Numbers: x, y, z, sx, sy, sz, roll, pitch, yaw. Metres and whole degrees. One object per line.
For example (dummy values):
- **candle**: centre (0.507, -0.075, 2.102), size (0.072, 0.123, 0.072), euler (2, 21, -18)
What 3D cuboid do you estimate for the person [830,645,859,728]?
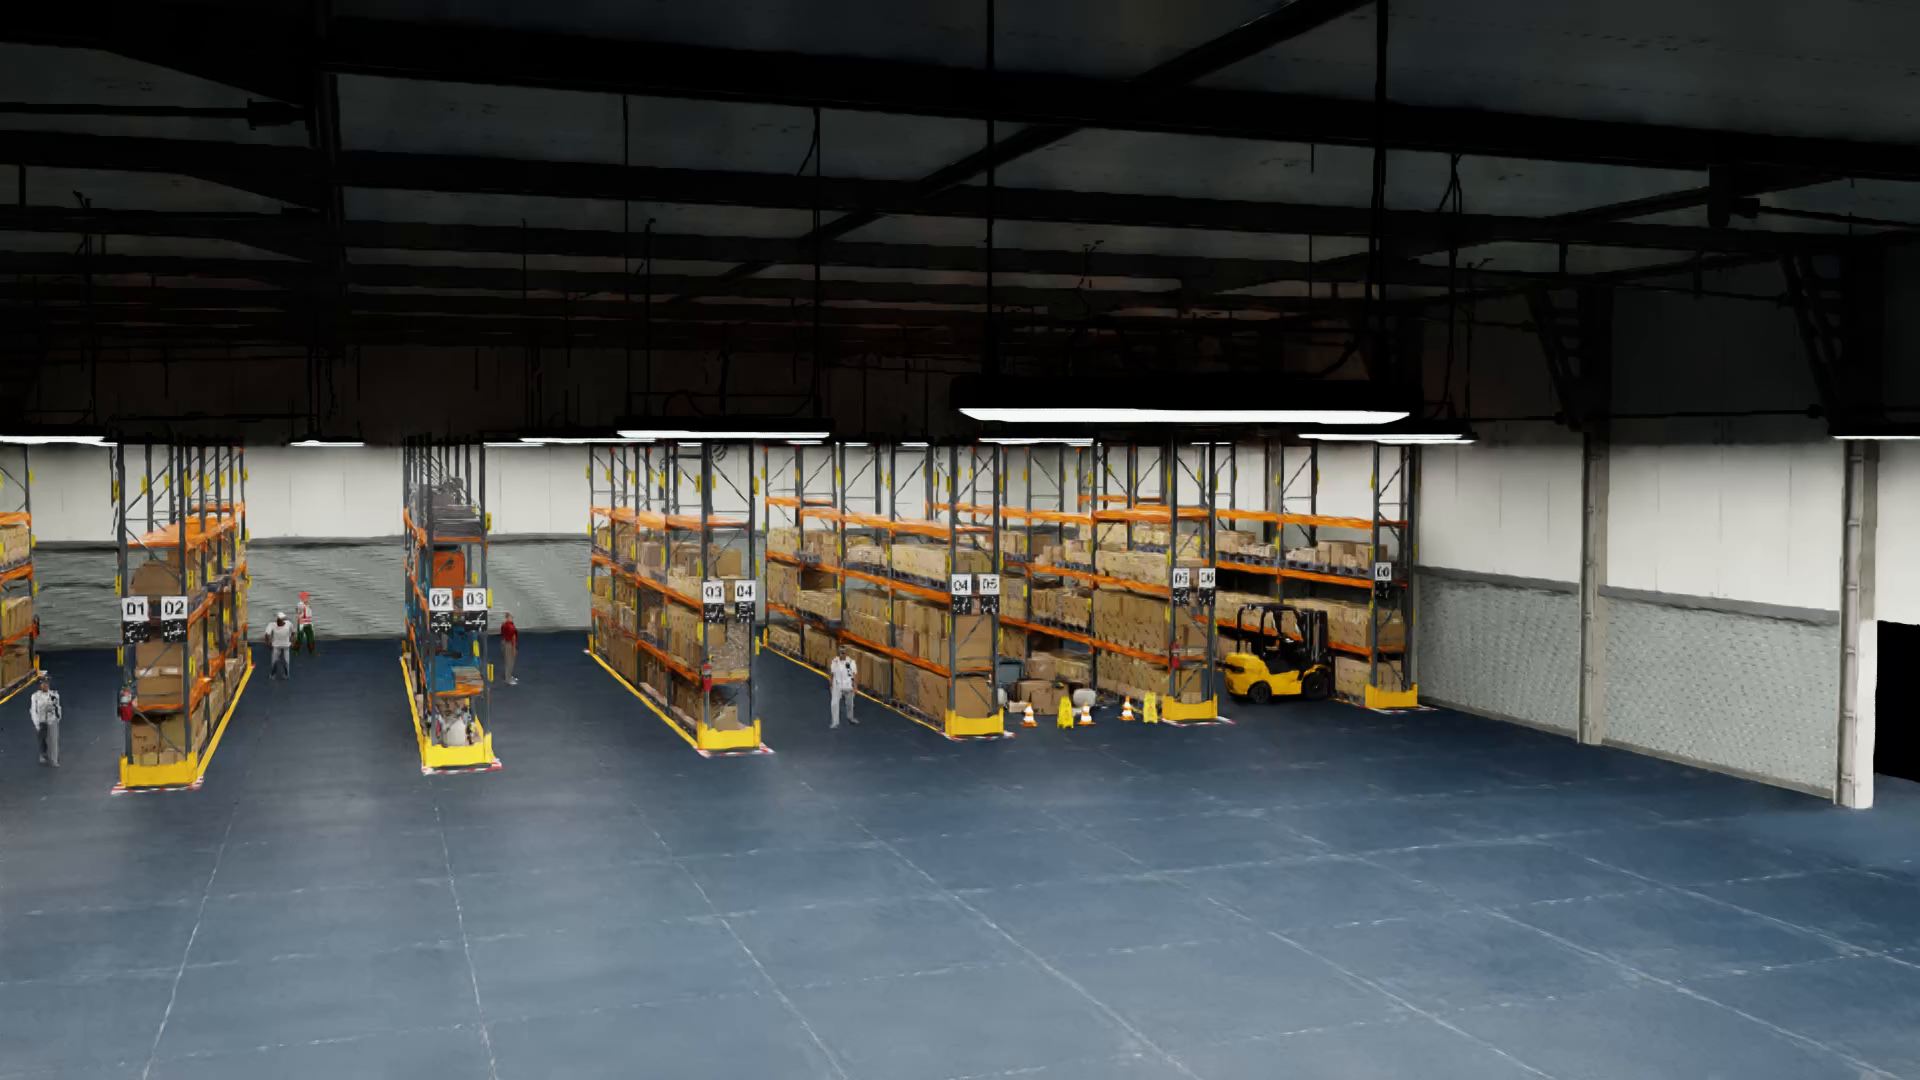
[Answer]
- **person**: centre (-2.367, 2.982, 34.085), size (0.537, 1.701, 0.978), euler (0, 3, 2)

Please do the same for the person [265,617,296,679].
- **person**: centre (-16.750, 2.620, 40.998), size (0.719, 1.679, 0.526), euler (-1, 3, -25)

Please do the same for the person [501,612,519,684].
- **person**: centre (-10.896, 2.604, 40.366), size (0.479, 1.732, 0.619), euler (-3, 4, -40)

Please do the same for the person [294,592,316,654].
- **person**: centre (-17.956, 2.270, 45.486), size (0.434, 1.731, 0.601), euler (1, 3, 14)

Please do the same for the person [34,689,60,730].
- **person**: centre (-16.417, 3.050, 29.883), size (0.406, 0.730, 0.509), euler (-2, 4, -27)
